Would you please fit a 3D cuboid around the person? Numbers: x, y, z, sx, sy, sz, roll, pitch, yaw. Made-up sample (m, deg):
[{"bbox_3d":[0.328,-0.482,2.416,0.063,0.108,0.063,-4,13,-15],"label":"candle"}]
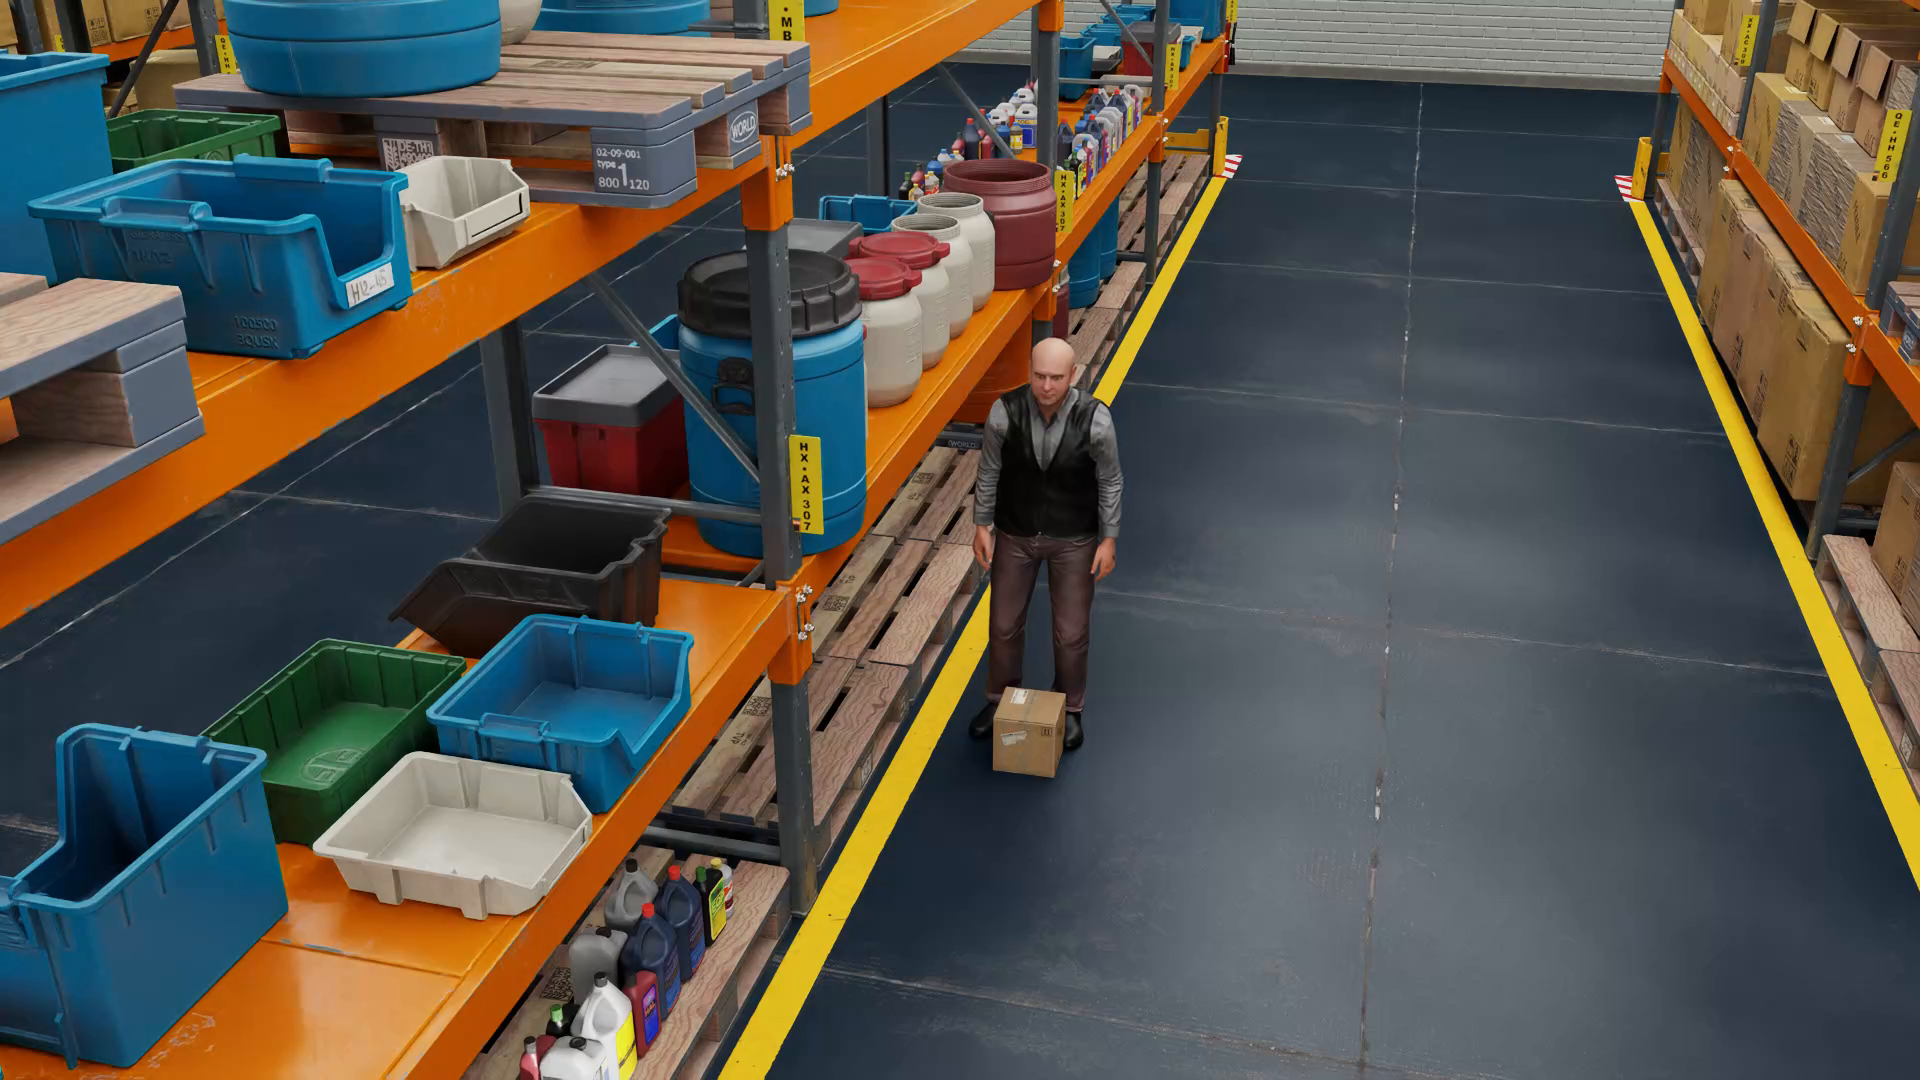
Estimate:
[{"bbox_3d":[0.348,-0.007,6.651,0.588,1.721,0.411,6,26,12],"label":"person"}]
